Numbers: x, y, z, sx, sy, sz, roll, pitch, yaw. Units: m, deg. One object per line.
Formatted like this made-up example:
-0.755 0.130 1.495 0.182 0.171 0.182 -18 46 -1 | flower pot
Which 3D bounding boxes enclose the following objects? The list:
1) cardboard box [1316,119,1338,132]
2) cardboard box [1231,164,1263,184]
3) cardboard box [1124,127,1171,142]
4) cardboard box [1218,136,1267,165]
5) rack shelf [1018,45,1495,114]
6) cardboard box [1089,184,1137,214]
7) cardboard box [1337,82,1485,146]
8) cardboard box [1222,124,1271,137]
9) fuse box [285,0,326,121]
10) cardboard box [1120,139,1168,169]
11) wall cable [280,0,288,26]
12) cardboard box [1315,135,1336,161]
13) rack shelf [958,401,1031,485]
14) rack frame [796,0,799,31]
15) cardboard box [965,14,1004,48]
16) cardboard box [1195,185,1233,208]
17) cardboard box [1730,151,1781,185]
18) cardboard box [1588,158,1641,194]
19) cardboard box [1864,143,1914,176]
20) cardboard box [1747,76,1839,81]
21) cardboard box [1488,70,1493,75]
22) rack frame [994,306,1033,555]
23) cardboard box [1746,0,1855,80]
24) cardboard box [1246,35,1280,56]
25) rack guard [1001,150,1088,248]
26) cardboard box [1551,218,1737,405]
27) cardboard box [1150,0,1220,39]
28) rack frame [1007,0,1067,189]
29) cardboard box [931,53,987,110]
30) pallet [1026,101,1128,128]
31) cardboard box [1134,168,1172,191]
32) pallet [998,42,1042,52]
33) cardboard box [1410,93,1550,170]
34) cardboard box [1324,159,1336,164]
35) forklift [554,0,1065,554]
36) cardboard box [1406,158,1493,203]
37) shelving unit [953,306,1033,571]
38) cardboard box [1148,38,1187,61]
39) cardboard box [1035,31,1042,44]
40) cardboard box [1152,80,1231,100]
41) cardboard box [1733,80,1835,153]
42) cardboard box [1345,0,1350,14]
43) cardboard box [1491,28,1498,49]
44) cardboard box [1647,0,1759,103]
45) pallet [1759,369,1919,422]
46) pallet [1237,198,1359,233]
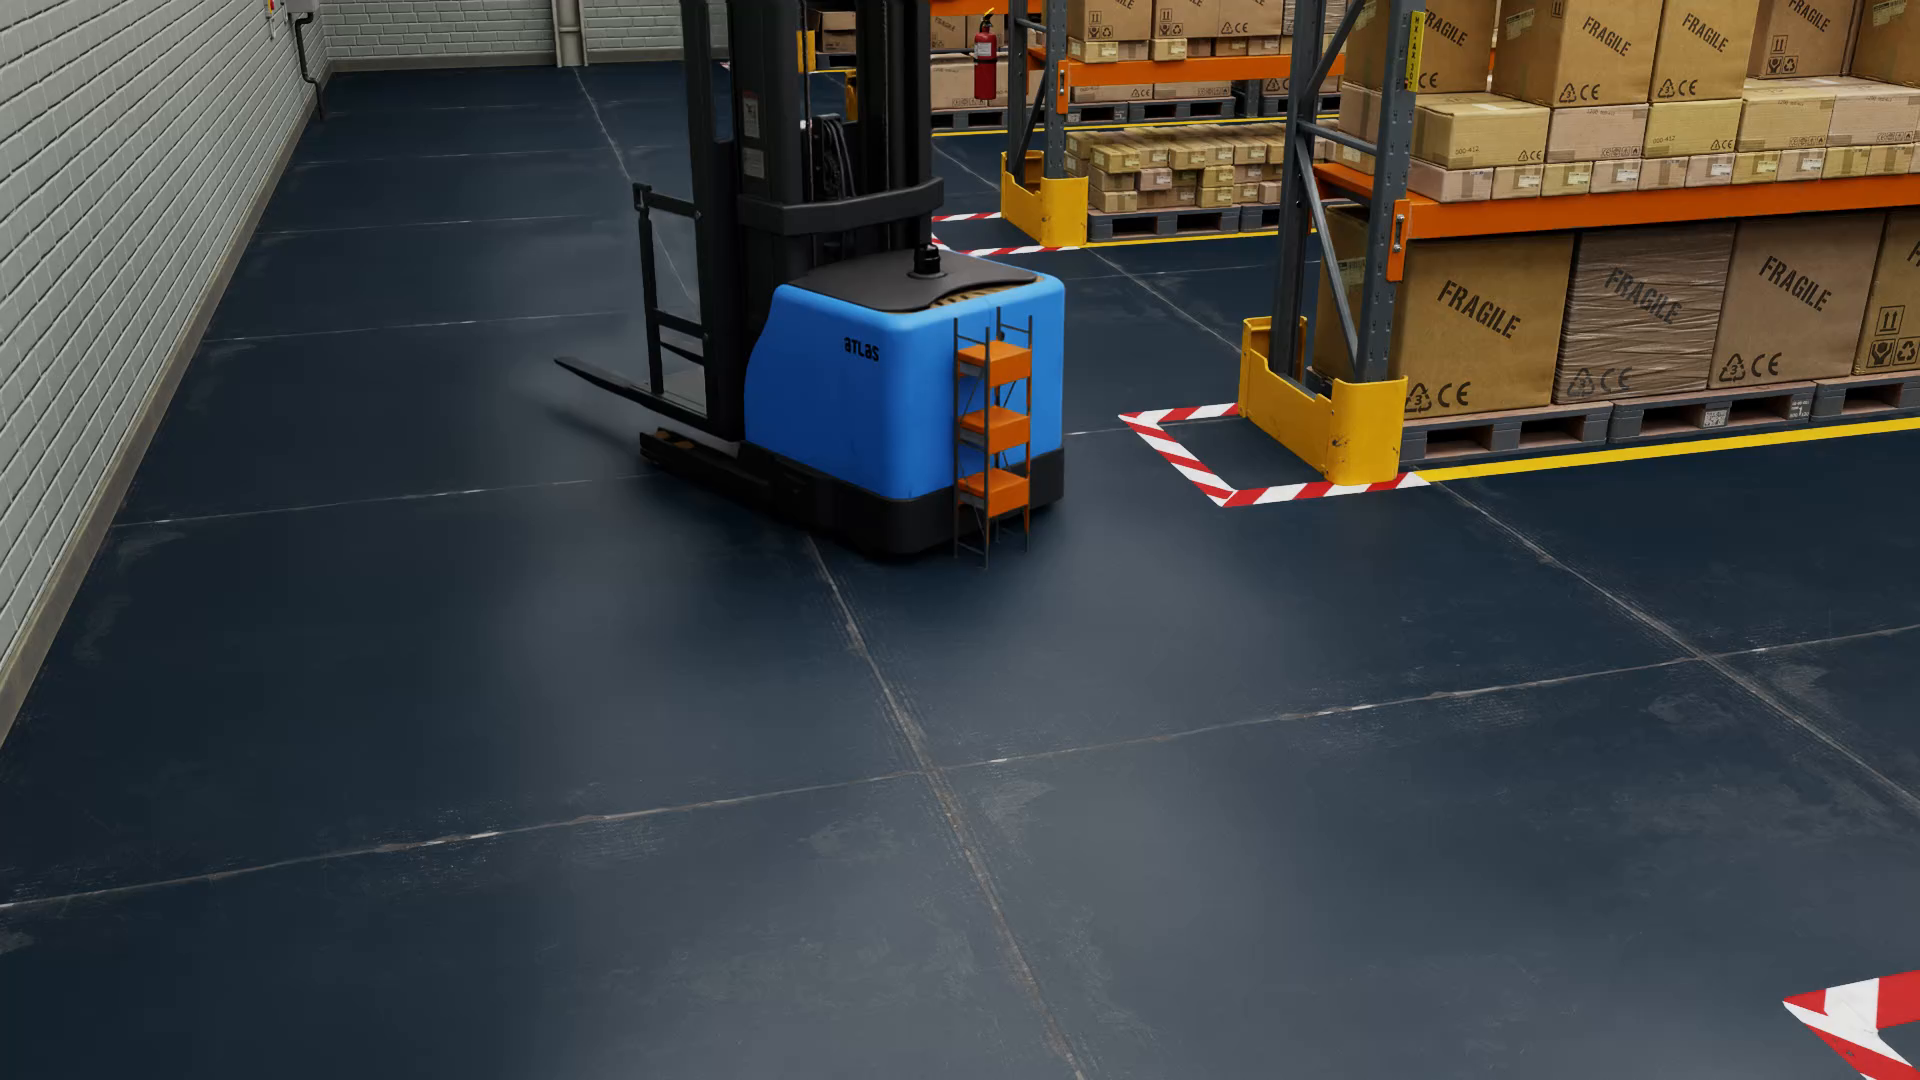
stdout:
3.001 -3.302 13.471 0.250 0.149 0.380 -6 24 -13 | cardboard box
2.132 -2.859 12.815 0.250 0.149 0.380 -7 24 -17 | cardboard box
1.475 -3.153 13.122 0.250 0.149 0.380 -7 24 -16 | cardboard box
2.154 -2.983 12.727 0.250 0.149 0.380 -5 24 -12 | cardboard box
2.487 -3.646 12.855 4.000 0.370 1.077 -6 24 -14 | rack shelf
1.152 -2.580 12.542 0.250 0.149 0.380 -6 24 -13 | cardboard box
2.199 -2.089 8.129 0.500 0.250 0.500 -7 24 -15 | cardboard box
2.269 -3.192 13.214 0.250 0.149 0.380 -7 24 -16 | cardboard box
-6.723 -5.243 17.300 0.414 1.711 0.539 -6 24 -14 | fuse box
1.390 -2.921 12.583 0.250 0.149 0.380 -6 24 -13 | cardboard box
-6.690 -6.026 16.202 0.122 1.984 0.588 -6 24 -14 | wall cable
2.904 -3.042 12.864 0.250 0.149 0.380 -7 24 -16 | cardboard box
0.133 -0.404 6.887 0.240 0.259 0.215 -21 31 -39 | rack shelf
-2.218 -7.516 20.962 0.127 3.000 1.000 -6 24 -14 | rack frame
0.230 -6.776 21.876 0.500 0.500 0.700 -7 24 -16 | cardboard box
1.895 -2.654 12.714 0.250 0.149 0.380 -6 24 -14 | cardboard box
3.715 -1.831 8.031 0.250 0.149 0.380 -7 24 -16 | cardboard box
2.978 -1.750 7.843 0.250 0.149 0.380 -7 24 -15 | cardboard box
4.459 -1.913 8.224 0.250 0.149 0.380 -6 24 -13 | cardboard box
4.154 -2.304 8.629 0.500 0.250 0.500 -6 24 -13 | cardboard box
6.142 -5.658 18.795 0.875 0.875 0.875 -7 24 -15 | cardboard box
0.222 -0.447 6.960 0.008 1.050 0.200 -21 31 -39 | rack frame
4.149 -2.647 8.477 0.500 0.500 0.500 -7 24 -16 | cardboard box
2.195 -3.724 12.443 0.250 0.149 0.380 -7 24 -15 | cardboard box
0.634 -2.623 12.728 0.348 0.500 1.175 -6 24 -14 | rack guard
3.274 -1.281 8.594 0.875 0.875 0.875 -6 24 -14 | cardboard box
1.577 -3.955 12.160 0.500 0.500 0.500 -6 24 -14 | cardboard box
0.561 -3.763 12.216 0.127 3.000 1.000 -6 24 -14 | rack frame
-0.265 -4.756 17.246 0.875 0.438 0.875 -7 24 -16 | cardboard box
1.048 -4.594 17.688 1.213 0.211 1.003 -6 24 -14 | pallet
1.414 -2.749 12.558 0.250 0.149 0.380 -6 24 -15 | cardboard box
0.972 -6.588 22.335 1.213 0.211 1.003 -6 24 -14 | pallet
2.339 -1.886 7.654 0.500 0.250 0.500 -7 24 -16 | cardboard box
2.913 -2.941 13.005 0.250 0.149 0.380 -7 24 -17 | cardboard box
-0.909 -1.779 7.679 1.130 2.935 3.031 -21 31 -39 | forklift
2.235 -1.666 7.648 0.250 0.149 0.380 -6 24 -14 | cardboard box
0.133 -0.414 6.882 0.252 1.050 0.215 -21 31 -39 | shelving unit
1.469 -3.609 12.175 0.250 0.149 0.380 -7 24 -16 | cardboard box
1.177 -6.654 22.036 0.250 0.149 0.380 -7 24 -16 | cardboard box
2.345 -5.047 17.925 0.875 0.438 0.875 -7 24 -15 | cardboard box
3.823 -2.053 8.044 0.500 0.250 0.500 -7 24 -15 | cardboard box
3.044 -4.106 12.511 0.500 0.500 0.500 -6 24 -15 | cardboard box
3.982 -3.886 12.820 0.250 0.149 0.380 -7 24 -16 | cardboard box
3.317 -2.341 7.764 0.500 0.500 0.500 -7 24 -16 | cardboard box
4.902 -0.963 9.226 1.213 0.211 1.003 -6 24 -14 | pallet
2.599 -2.691 13.255 1.213 0.211 1.003 -6 24 -14 | pallet
